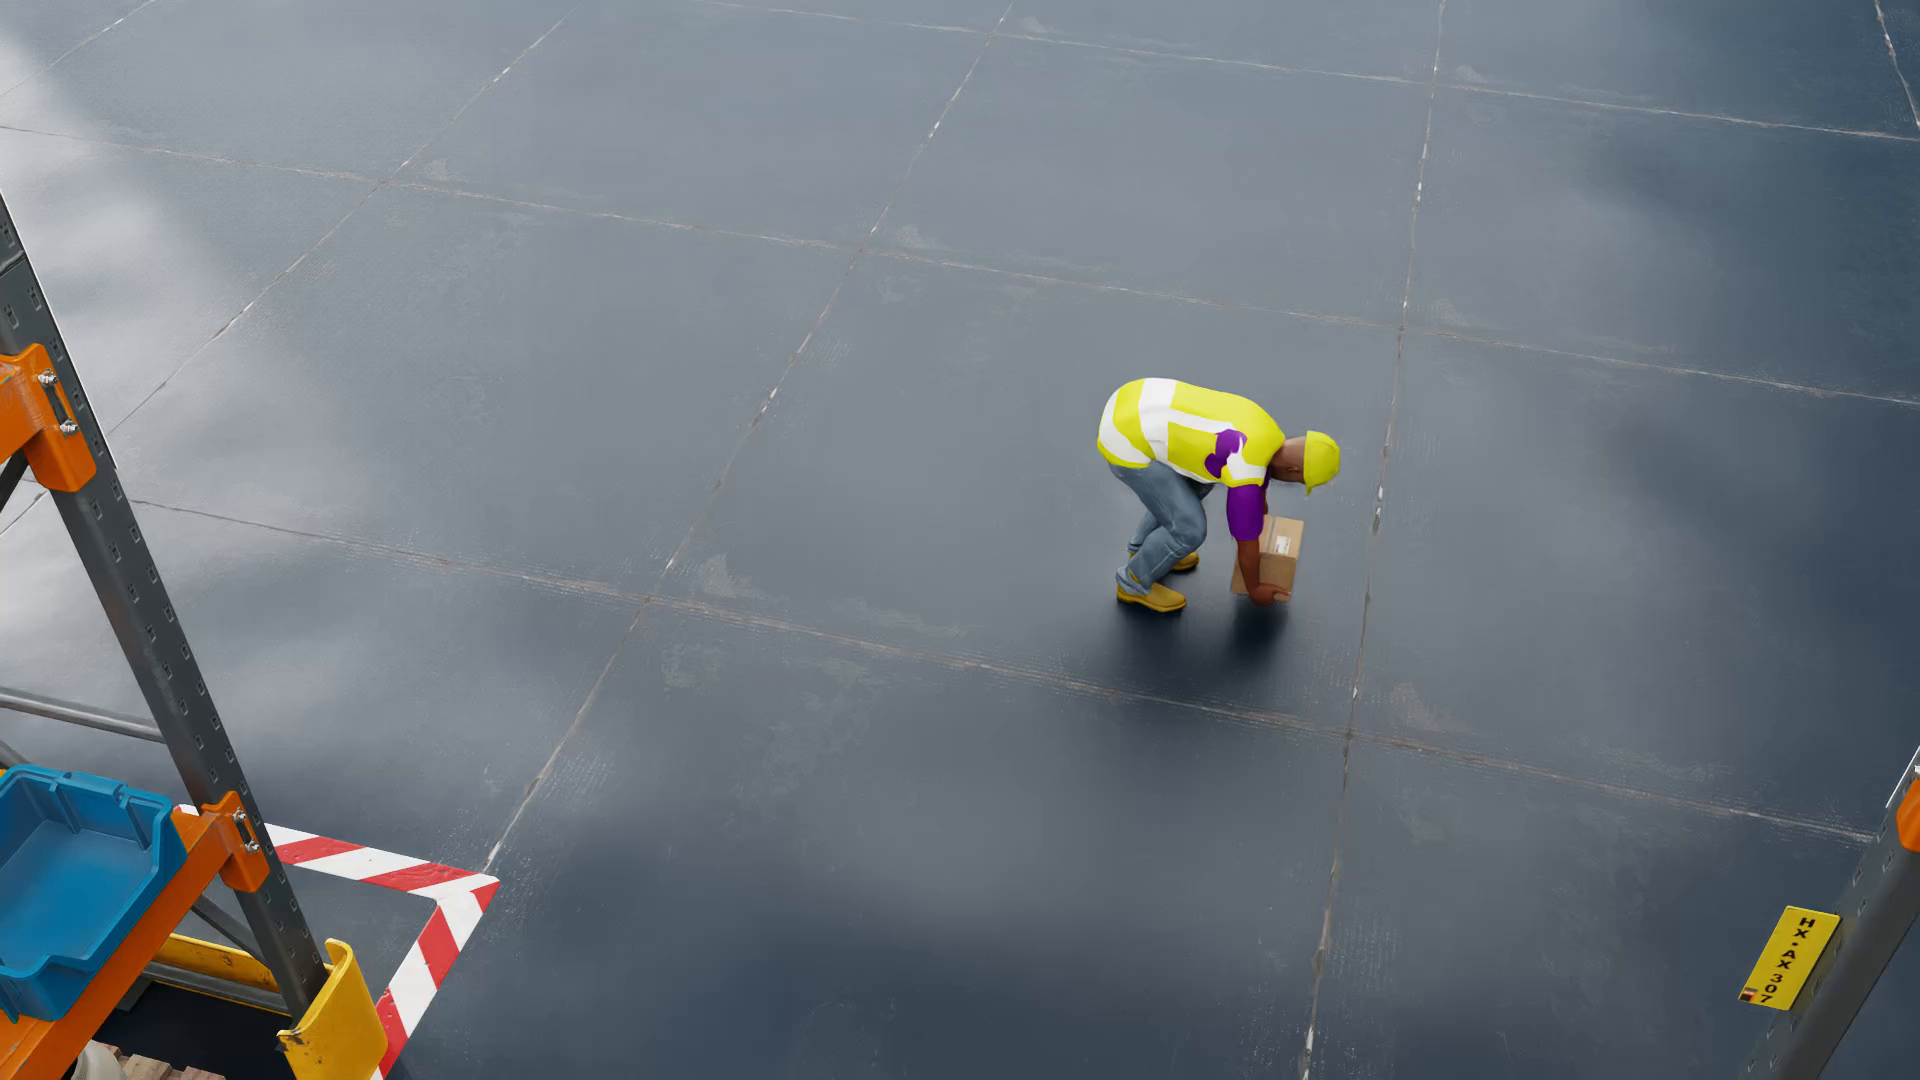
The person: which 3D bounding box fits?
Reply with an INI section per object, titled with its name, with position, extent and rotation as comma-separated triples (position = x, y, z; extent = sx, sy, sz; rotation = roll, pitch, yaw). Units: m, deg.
[person]
position = 1.048, -0.181, 6.919
extent = 0.977, 1.018, 0.492
rotation = 8, 41, 9
